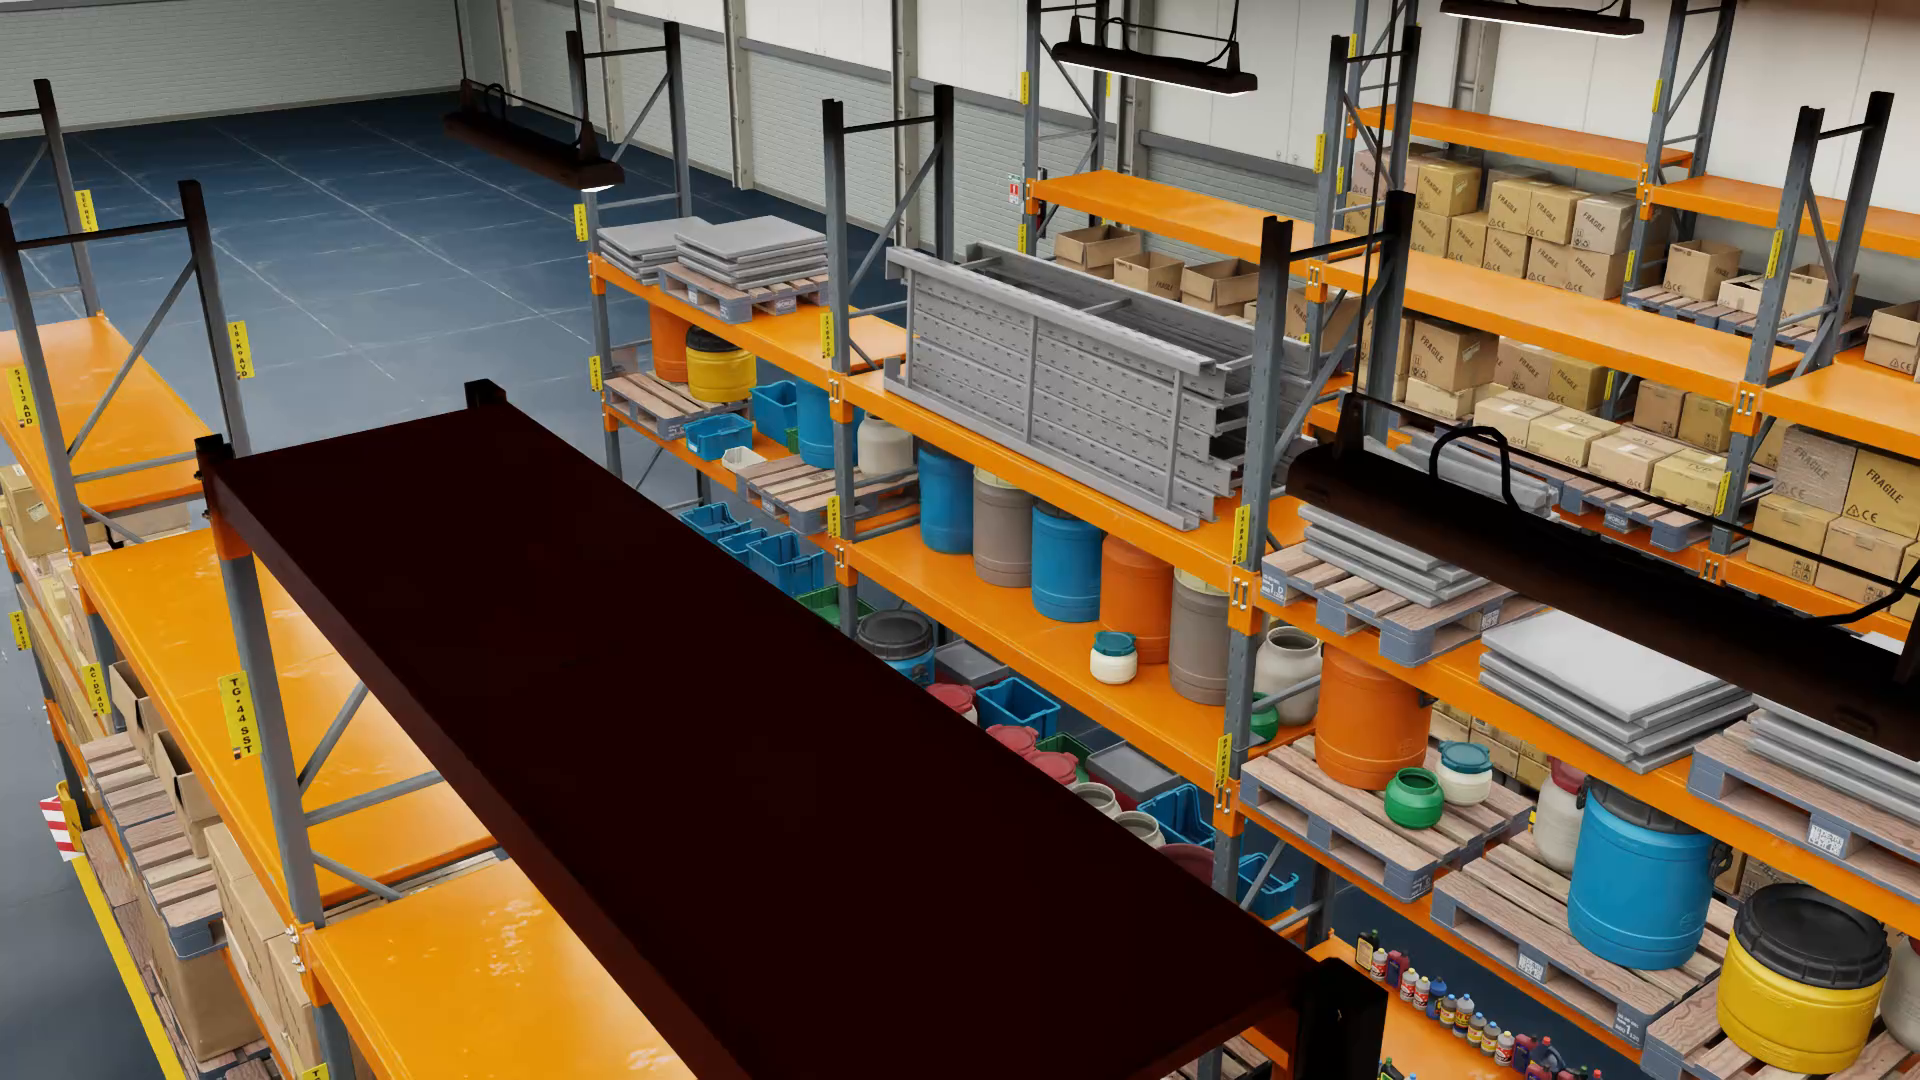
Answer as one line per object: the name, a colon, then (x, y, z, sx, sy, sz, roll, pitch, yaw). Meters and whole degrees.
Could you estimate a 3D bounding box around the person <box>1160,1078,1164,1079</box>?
person: (0.837, 3.467, 9.346, 0.969, 1.750, 0.537, 20, 32, 37)
